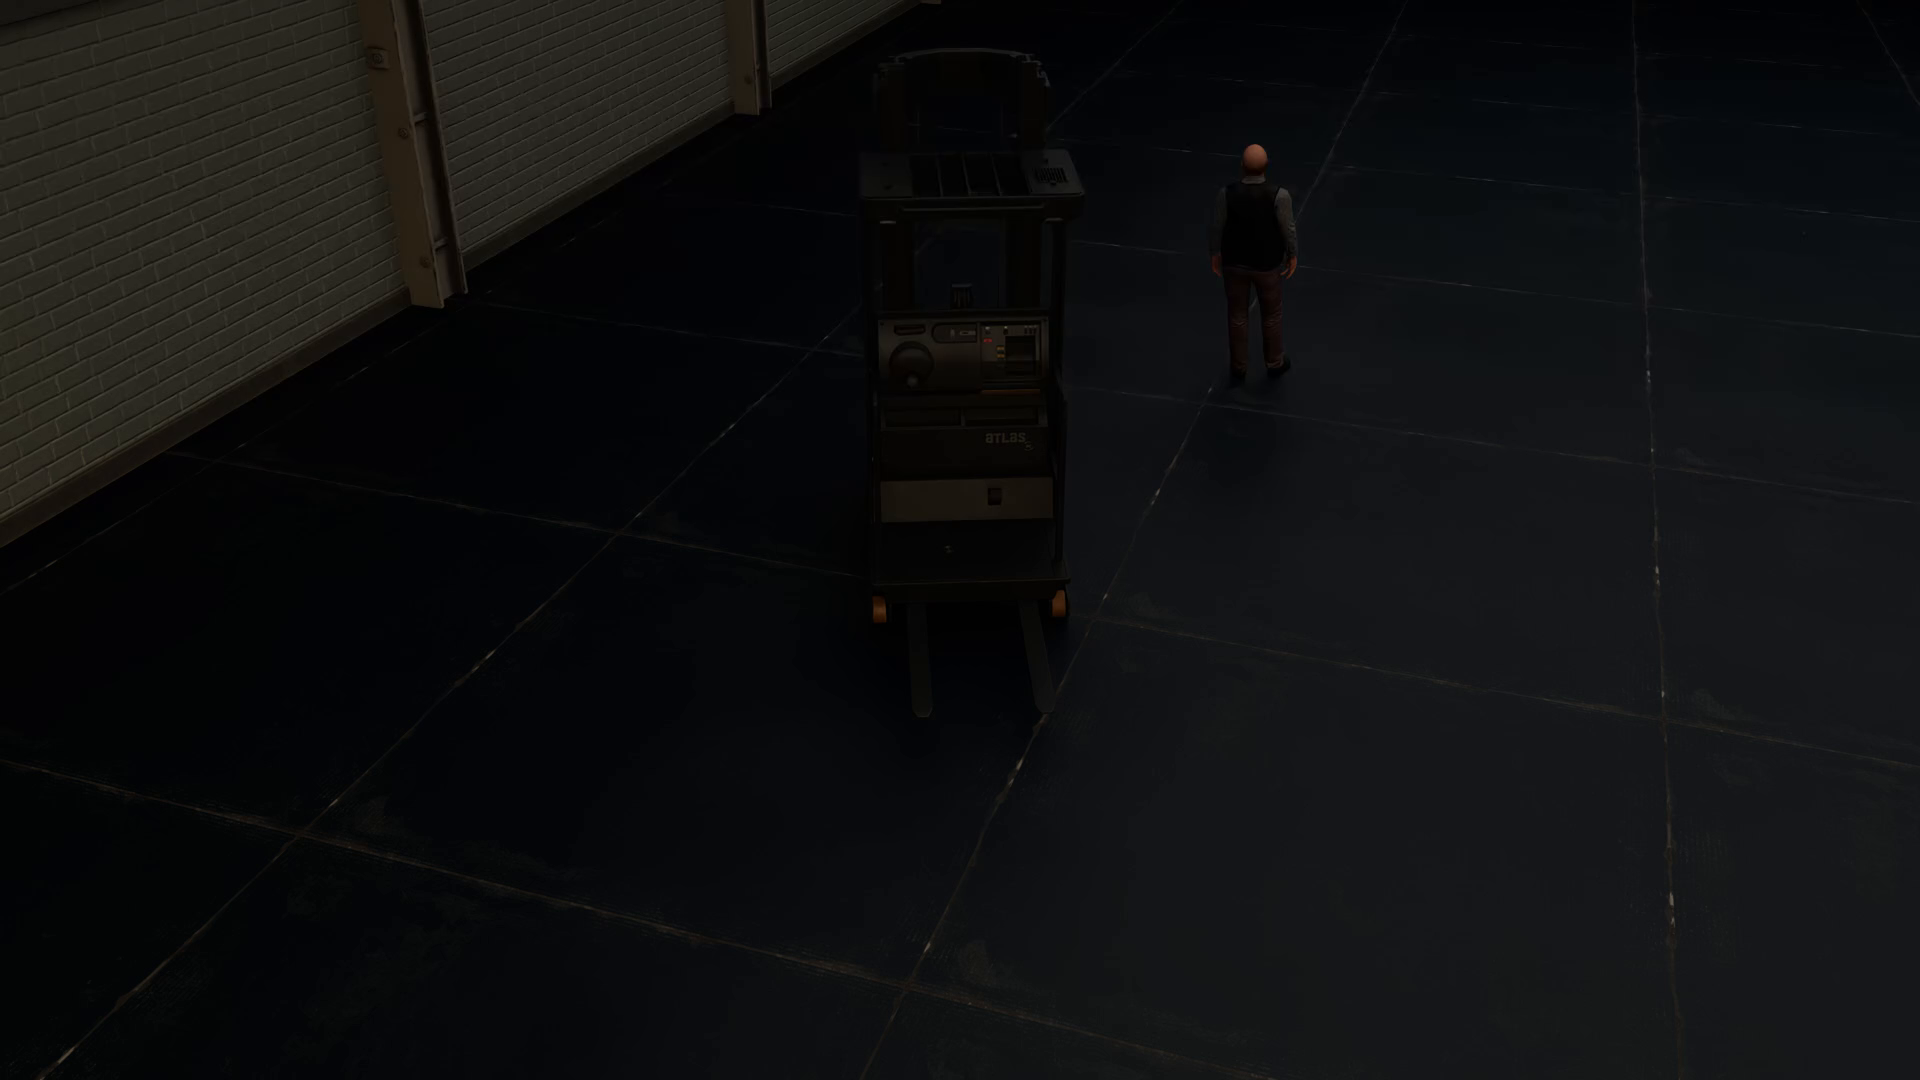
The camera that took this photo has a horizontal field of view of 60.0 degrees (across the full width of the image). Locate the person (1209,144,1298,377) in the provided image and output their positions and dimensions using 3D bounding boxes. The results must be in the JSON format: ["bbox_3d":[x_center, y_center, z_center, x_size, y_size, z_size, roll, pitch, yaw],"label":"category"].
[{"bbox_3d":[2.092,-1.991,11.837,0.634,1.722,0.566,9,31,16],"label":"person"}]

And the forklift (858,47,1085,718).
[{"bbox_3d":[0.035,-0.972,8.842,1.130,2.935,3.031,-2,30,-3],"label":"forklift"}]
